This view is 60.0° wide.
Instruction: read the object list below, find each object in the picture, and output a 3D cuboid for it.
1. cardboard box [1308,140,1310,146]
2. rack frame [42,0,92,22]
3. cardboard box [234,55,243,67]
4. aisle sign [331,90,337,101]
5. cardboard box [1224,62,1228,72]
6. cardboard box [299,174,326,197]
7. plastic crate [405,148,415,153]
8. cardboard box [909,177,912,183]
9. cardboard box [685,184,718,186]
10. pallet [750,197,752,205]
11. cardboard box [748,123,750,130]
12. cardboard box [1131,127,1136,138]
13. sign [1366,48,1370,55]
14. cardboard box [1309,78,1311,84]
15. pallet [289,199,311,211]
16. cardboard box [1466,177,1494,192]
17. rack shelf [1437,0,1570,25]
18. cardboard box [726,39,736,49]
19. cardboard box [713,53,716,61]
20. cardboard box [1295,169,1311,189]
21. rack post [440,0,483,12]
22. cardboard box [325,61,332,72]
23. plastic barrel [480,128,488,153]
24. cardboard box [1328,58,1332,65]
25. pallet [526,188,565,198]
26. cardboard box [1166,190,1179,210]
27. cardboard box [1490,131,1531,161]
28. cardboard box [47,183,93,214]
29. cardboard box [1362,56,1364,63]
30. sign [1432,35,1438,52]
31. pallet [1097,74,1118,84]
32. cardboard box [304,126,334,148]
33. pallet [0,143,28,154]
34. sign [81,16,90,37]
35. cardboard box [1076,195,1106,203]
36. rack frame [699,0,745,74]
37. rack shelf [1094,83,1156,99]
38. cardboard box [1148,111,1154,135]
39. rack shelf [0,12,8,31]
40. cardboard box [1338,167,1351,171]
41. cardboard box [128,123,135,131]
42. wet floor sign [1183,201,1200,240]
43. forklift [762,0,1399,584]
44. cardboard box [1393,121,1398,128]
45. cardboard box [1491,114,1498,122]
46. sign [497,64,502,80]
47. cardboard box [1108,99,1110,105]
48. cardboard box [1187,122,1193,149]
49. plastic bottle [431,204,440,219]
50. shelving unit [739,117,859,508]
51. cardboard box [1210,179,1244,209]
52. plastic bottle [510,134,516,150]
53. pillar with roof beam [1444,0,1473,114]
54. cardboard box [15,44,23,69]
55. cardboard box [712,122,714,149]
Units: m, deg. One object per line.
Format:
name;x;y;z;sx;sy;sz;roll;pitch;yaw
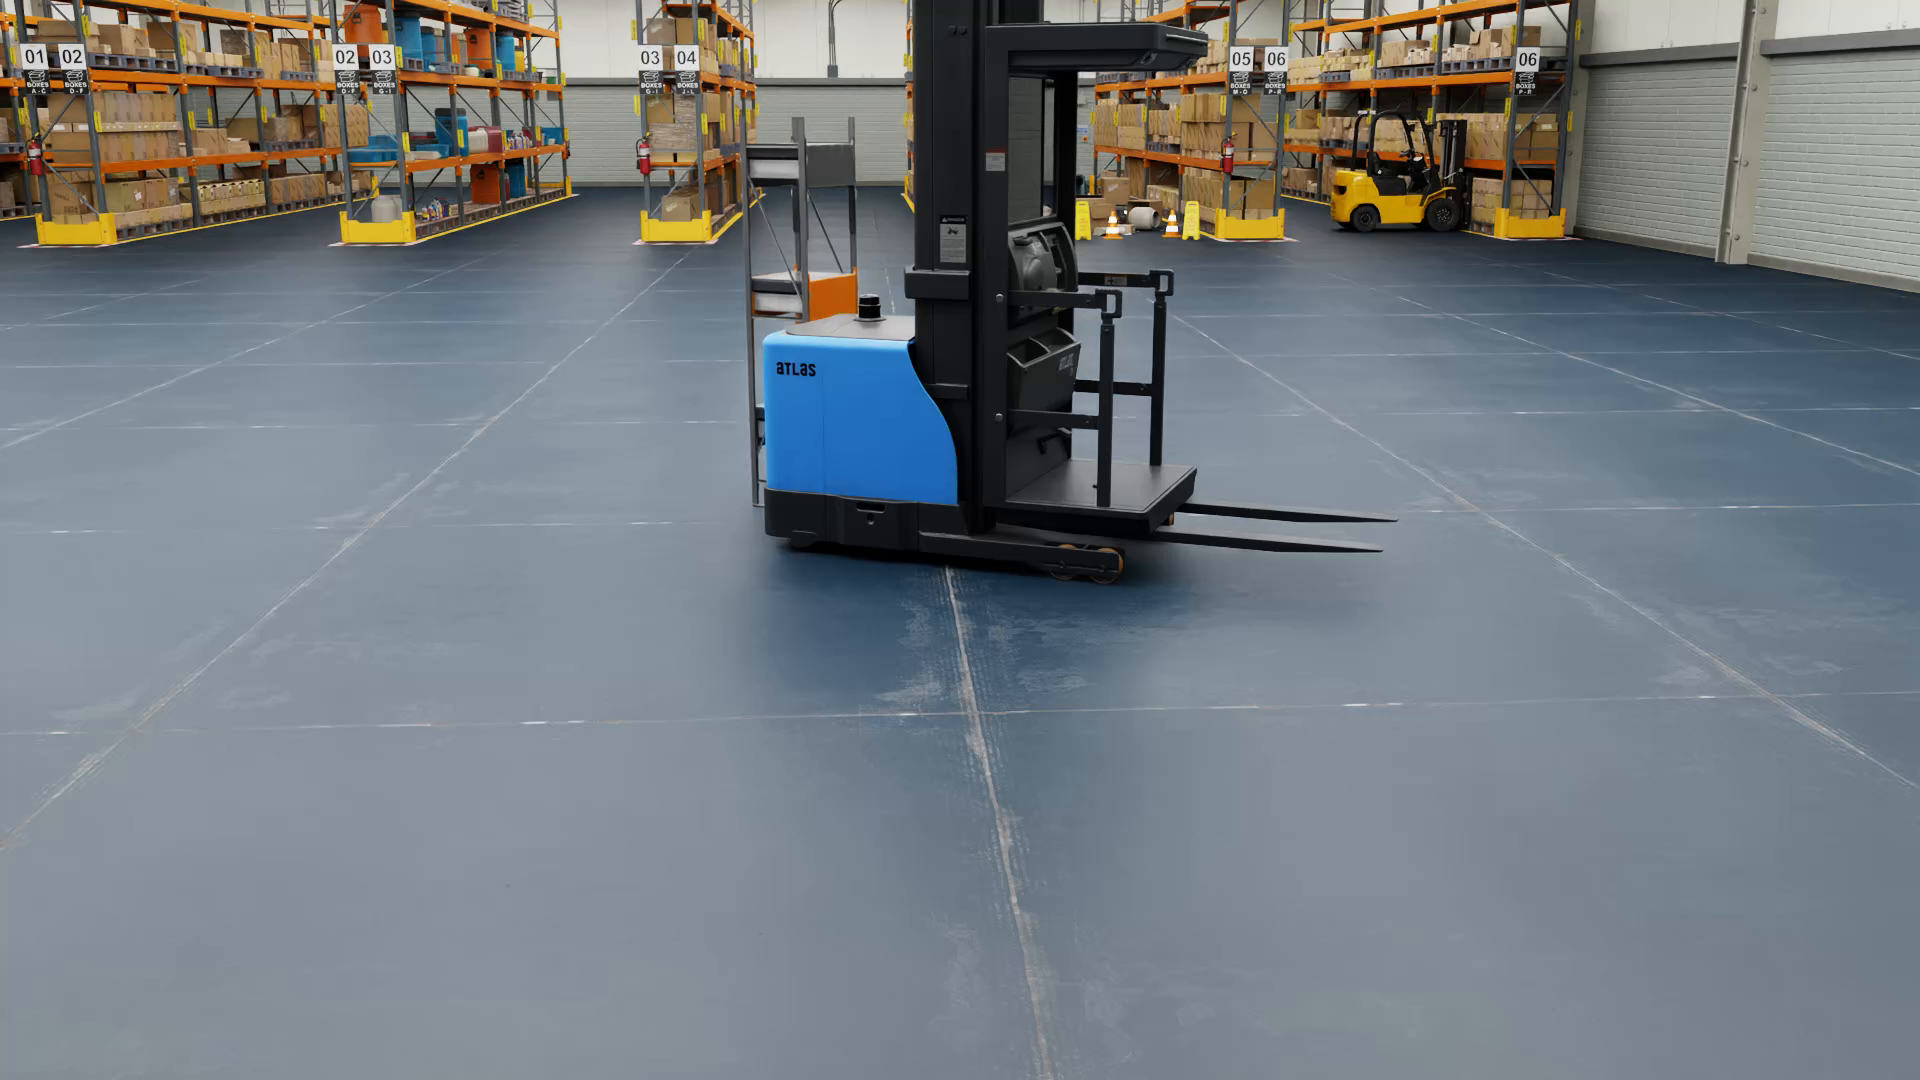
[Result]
cardboard box;8.924;-9.926;41.588;0.380;0.149;0.250;-1;14;-2
rack frame;-20.413;-12.223;37.973;1.000;3.000;0.127;-1;14;-3
cardboard box;-15.137;-9.872;34.312;0.500;0.250;0.500;-2;15;-8
aisle sign;-16.014;-11.661;42.612;0.394;0.787;0.004;-1;14;-3
cardboard box;4.751;-8.131;28.593;0.380;0.149;0.250;-1;14;-3
cardboard box;-15.153;-8.279;38.818;0.500;0.500;0.500;-1;14;-4
plastic crate;-10.227;-7.036;30.279;0.450;0.188;0.662;-1;14;-3
cardboard box;-1.125;-9.232;42.668;0.380;0.149;0.250;0;14;-2
cardboard box;-5.113;-6.832;33.193;0.700;0.500;0.500;-1;14;-4
pallet;-5.459;-8.006;39.218;1.003;0.211;1.213;-1;14;-3
cardboard box;-5.379;-10.227;40.455;0.500;0.500;0.500;-1;14;-3
cardboard box;4.186;-9.246;37.738;0.500;0.250;0.500;-1;14;-5
sign;9.817;-11.681;40.057;0.100;0.325;0.005;-1;14;-3
cardboard box;8.928;-11.449;41.490;0.380;0.149;0.250;0;14;-2
pallet;-15.303;-7.539;37.403;1.003;0.211;1.213;-1;14;-3
cardboard box;9.588;-6.511;30.481;0.500;0.250;0.500;-1;14;-3
rack shelf;9.883;-9.654;30.234;1.077;0.370;4.000;-1;14;-3
cardboard box;-5.634;-11.897;39.977;0.500;0.250;0.500;-2;15;-7
cardboard box;-4.778;-9.054;31.178;0.380;0.149;0.250;0;14;-2
cardboard box;8.906;-9.265;42.691;0.500;0.500;0.500;-1;14;-2
rack post;-10.237;-10.971;32.708;1.013;1.000;3.121;-1;14;-3
cardboard box;-15.284;-11.266;39.572;0.500;0.250;0.500;-1;14;-3
plastic barrel;-10.000;-8.277;34.453;0.421;0.512;0.421;0;14;0
cardboard box;8.905;-11.294;39.247;0.380;0.149;0.250;-1;14;-4
pallet;-10.761;-8.909;42.729;1.003;0.211;1.213;-1;14;-3
cardboard box;4.722;-6.950;33.950;0.950;0.372;0.625;0;14;0
cardboard box;9.714;-6.960;29.356;0.500;0.500;0.500;-1;14;-5
cardboard box;-15.056;-5.774;28.119;0.500;0.500;0.500;-1;14;-3
cardboard box;9.243;-10.777;37.277;0.380;0.149;0.250;-1;14;-4
sign;9.218;-9.633;32.256;0.100;0.325;0.005;-1;14;-3
pallet;4.118;-11.920;42.994;1.003;0.211;1.213;-1;14;-3
cardboard box;-15.229;-9.574;39.518;0.500;0.500;0.500;-1;14;-2
pallet;-20.015;-8.054;34.195;1.213;0.211;1.003;-1;14;-3
sign;-14.172;-8.332;26.957;0.100;0.325;0.005;-1;14;-3
cardboard box;2.351;-6.203;31.351;0.797;0.637;0.503;-1;14;-3
rack frame;-5.582;-12.452;38.864;1.000;3.000;0.127;-1;14;-3
rack shelf;4.185;-11.302;41.856;1.077;0.370;4.000;-1;14;-3
cardboard box;4.354;-8.986;35.789;0.500;0.500;0.500;-1;14;-5
rack shelf;-20.041;-10.189;32.313;1.077;0.370;4.000;-1;14;-3
cardboard box;9.150;-8.729;39.305;0.380;0.149;0.250;-1;14;-4
cardboard box;-14.617;-7.194;28.966;0.380;0.149;0.250;-1;14;-4
wet floor sign;3.996;-5.512;28.653;0.267;0.644;0.232;4;15;16
forklift;0.588;-1.365;7.948;3.031;2.935;1.130;5;15;20
cardboard box;9.327;-8.741;34.976;0.380;0.149;0.250;-1;14;-2
cardboard box;9.685;-7.511;29.600;0.380;0.149;0.250;-1;14;-2
sign;-9.729;-9.888;35.127;0.100;0.325;0.005;-1;14;-3
cardboard box;3.926;-10.998;41.743;0.380;0.149;0.250;-1;14;-3
cardboard box;4.608;-7.665;31.498;0.500;0.500;0.500;-1;14;-4
plastic bottle;-9.664;-6.051;30.606;0.152;0.276;0.135;-1;14;-2
shelving unit;-0.862;-1.237;9.116;0.431;2.100;0.503;7;16;27
cardboard box;4.743;-6.146;29.563;0.500;0.500;0.500;-1;14;-3
plastic bottle;-10.073;-8.949;37.387;0.144;0.351;0.185;-1;14;-3
pillar with roof beam;6.195;-11.311;34.430;9.100;9.000;0.400;-1;14;-3
cardboard box;-20.338;-10.288;35.387;0.700;0.500;0.500;-2;15;-7
cardboard box;-5.120;-7.637;31.391;0.875;0.500;0.500;-1;14;-3
